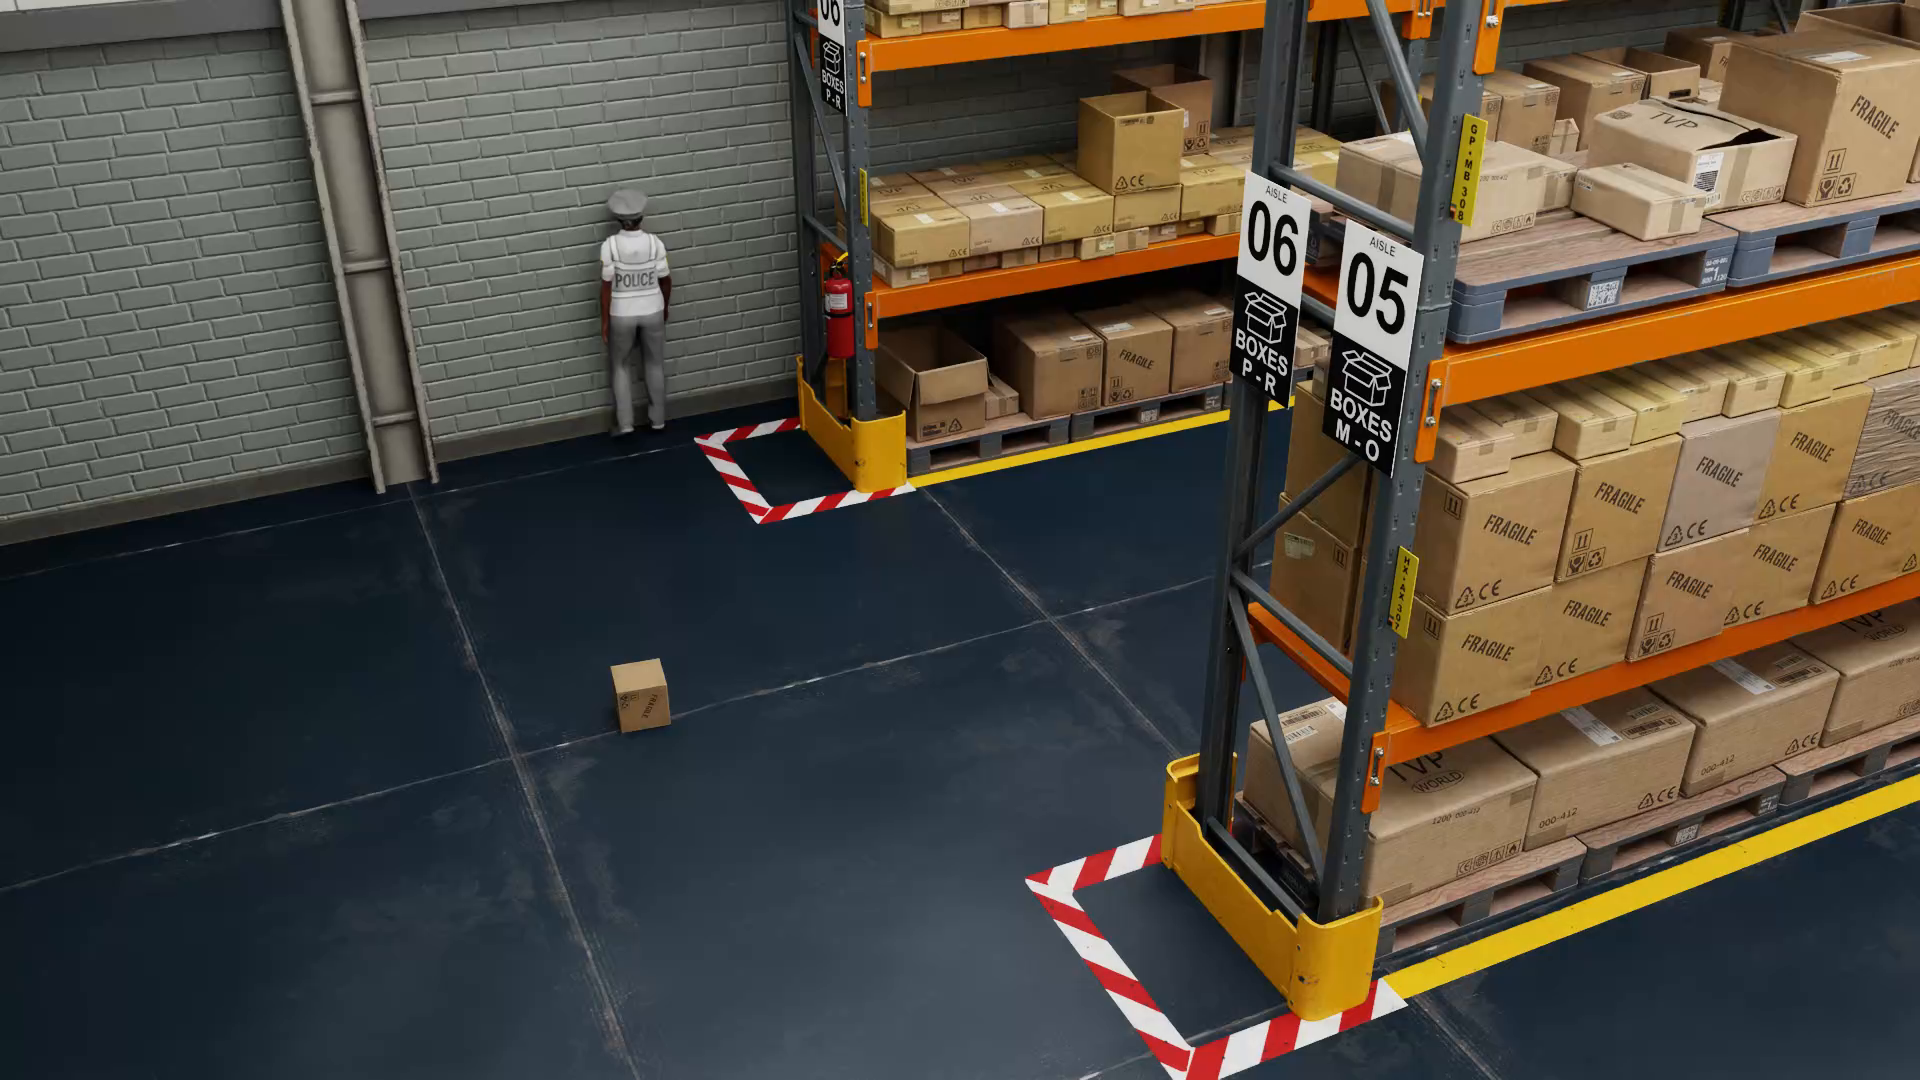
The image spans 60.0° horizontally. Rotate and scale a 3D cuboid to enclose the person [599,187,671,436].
[{"bbox_3d":[-2.150,-1.475,11.029,0.497,1.763,0.422,-10,31,-17],"label":"person"}]
